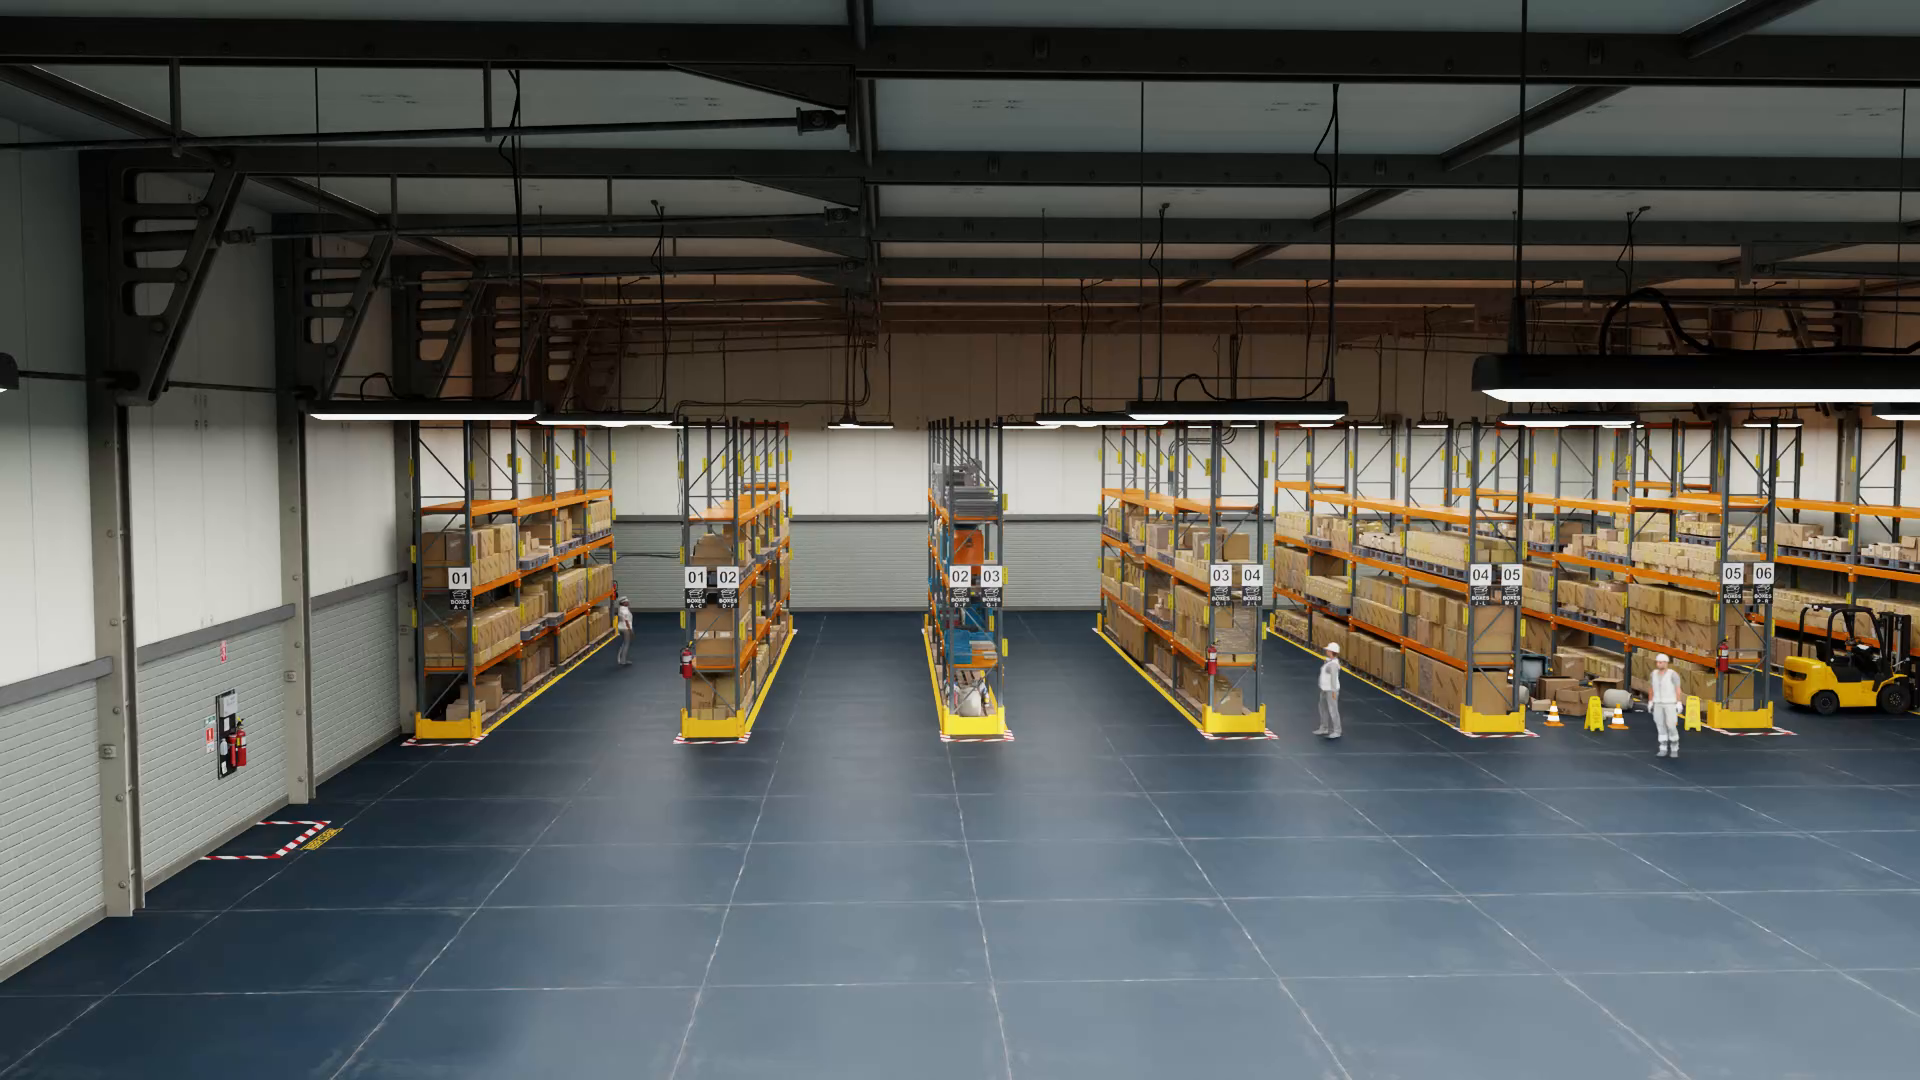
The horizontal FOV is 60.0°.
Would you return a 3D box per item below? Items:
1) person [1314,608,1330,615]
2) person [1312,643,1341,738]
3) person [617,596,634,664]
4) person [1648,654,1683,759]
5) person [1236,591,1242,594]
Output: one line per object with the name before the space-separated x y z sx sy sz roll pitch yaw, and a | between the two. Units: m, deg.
person | 10.498 1.706 48.678 0.924 1.613 0.532 2 4 33
person | 6.900 2.793 31.176 0.428 1.779 0.740 0 4 -7
person | -8.166 2.212 40.763 0.472 1.704 0.421 3 5 41
person | 12.406 2.918 29.314 0.385 1.817 0.603 -3 5 -41
person | 7.610 1.878 45.153 0.567 1.781 0.575 0 4 -4
